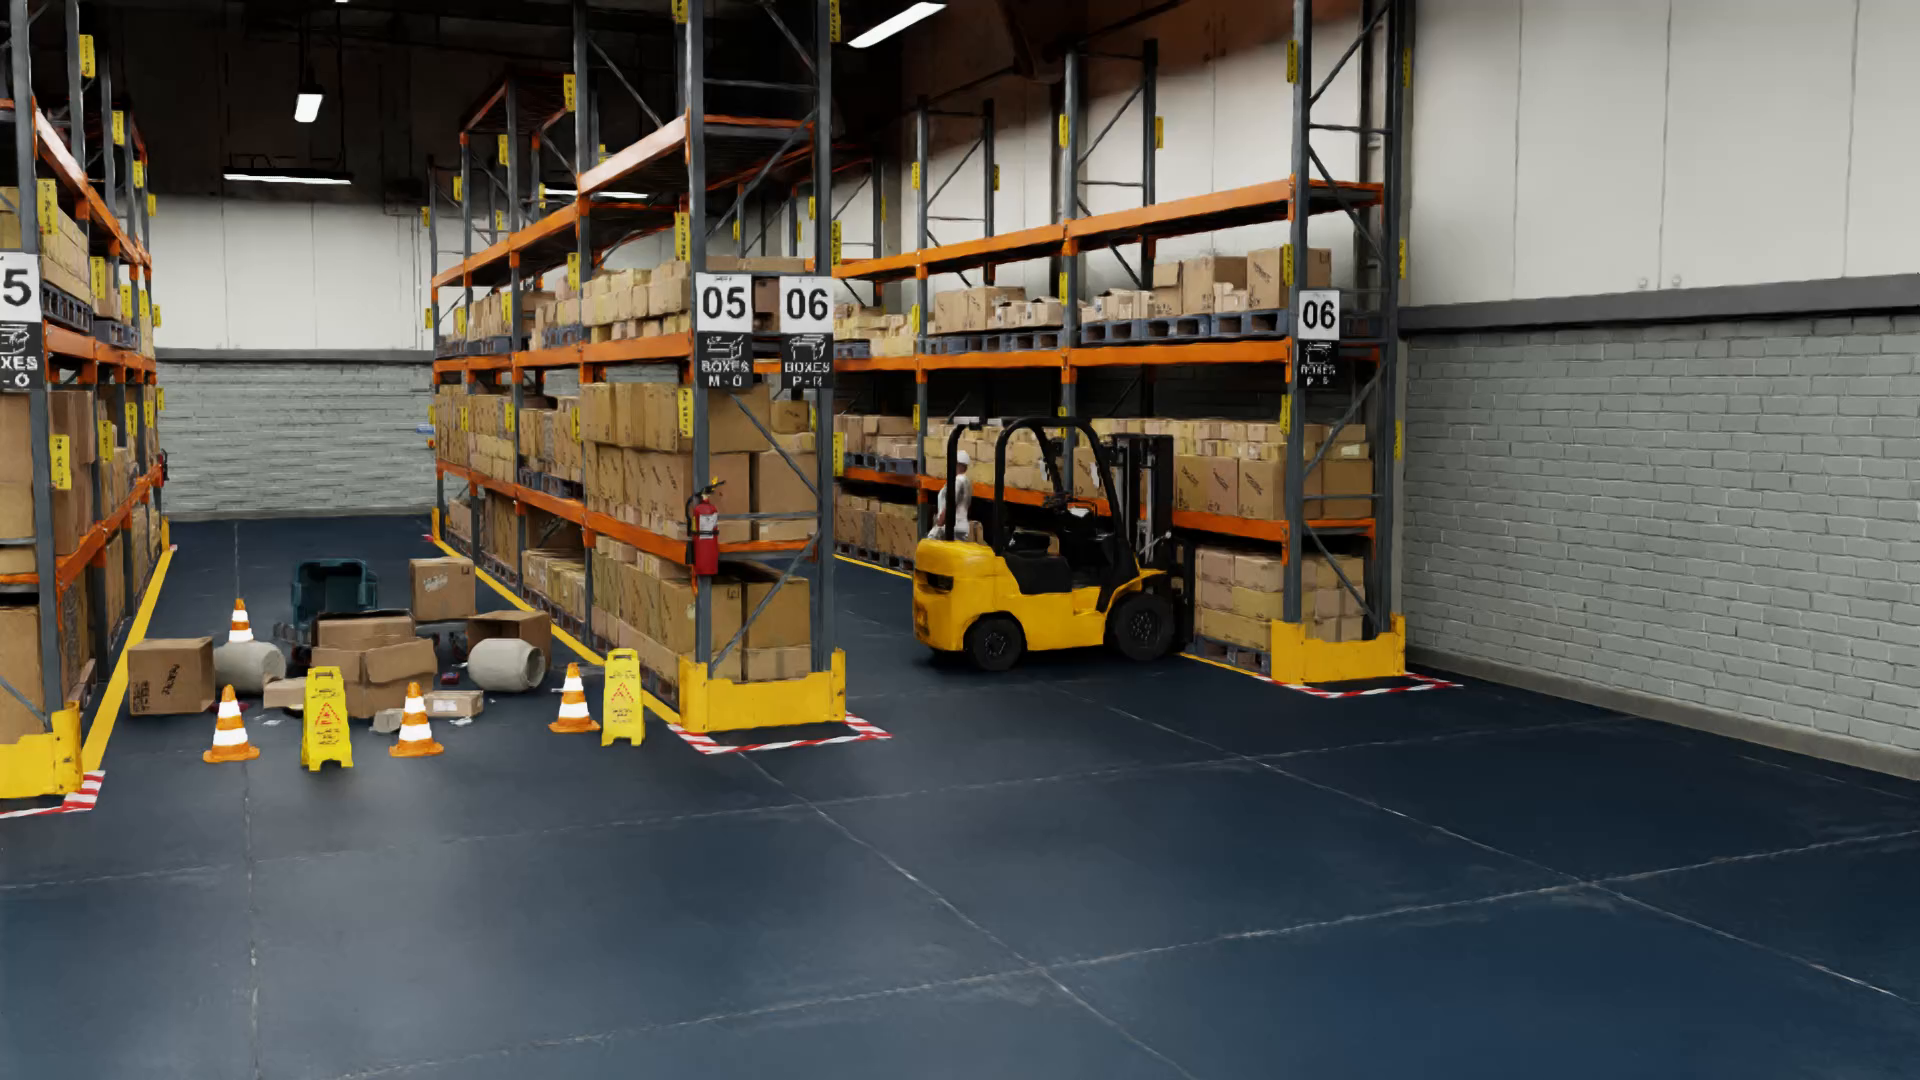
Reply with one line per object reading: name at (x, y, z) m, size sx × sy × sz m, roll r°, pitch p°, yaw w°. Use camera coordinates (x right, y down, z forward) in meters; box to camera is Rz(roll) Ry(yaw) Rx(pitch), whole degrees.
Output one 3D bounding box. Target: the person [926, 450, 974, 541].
person at (-0.096, -0.067, 17.411) m, size 0.723 × 1.746 × 0.597 m, roll 0°, pitch 5°, yaw -1°
